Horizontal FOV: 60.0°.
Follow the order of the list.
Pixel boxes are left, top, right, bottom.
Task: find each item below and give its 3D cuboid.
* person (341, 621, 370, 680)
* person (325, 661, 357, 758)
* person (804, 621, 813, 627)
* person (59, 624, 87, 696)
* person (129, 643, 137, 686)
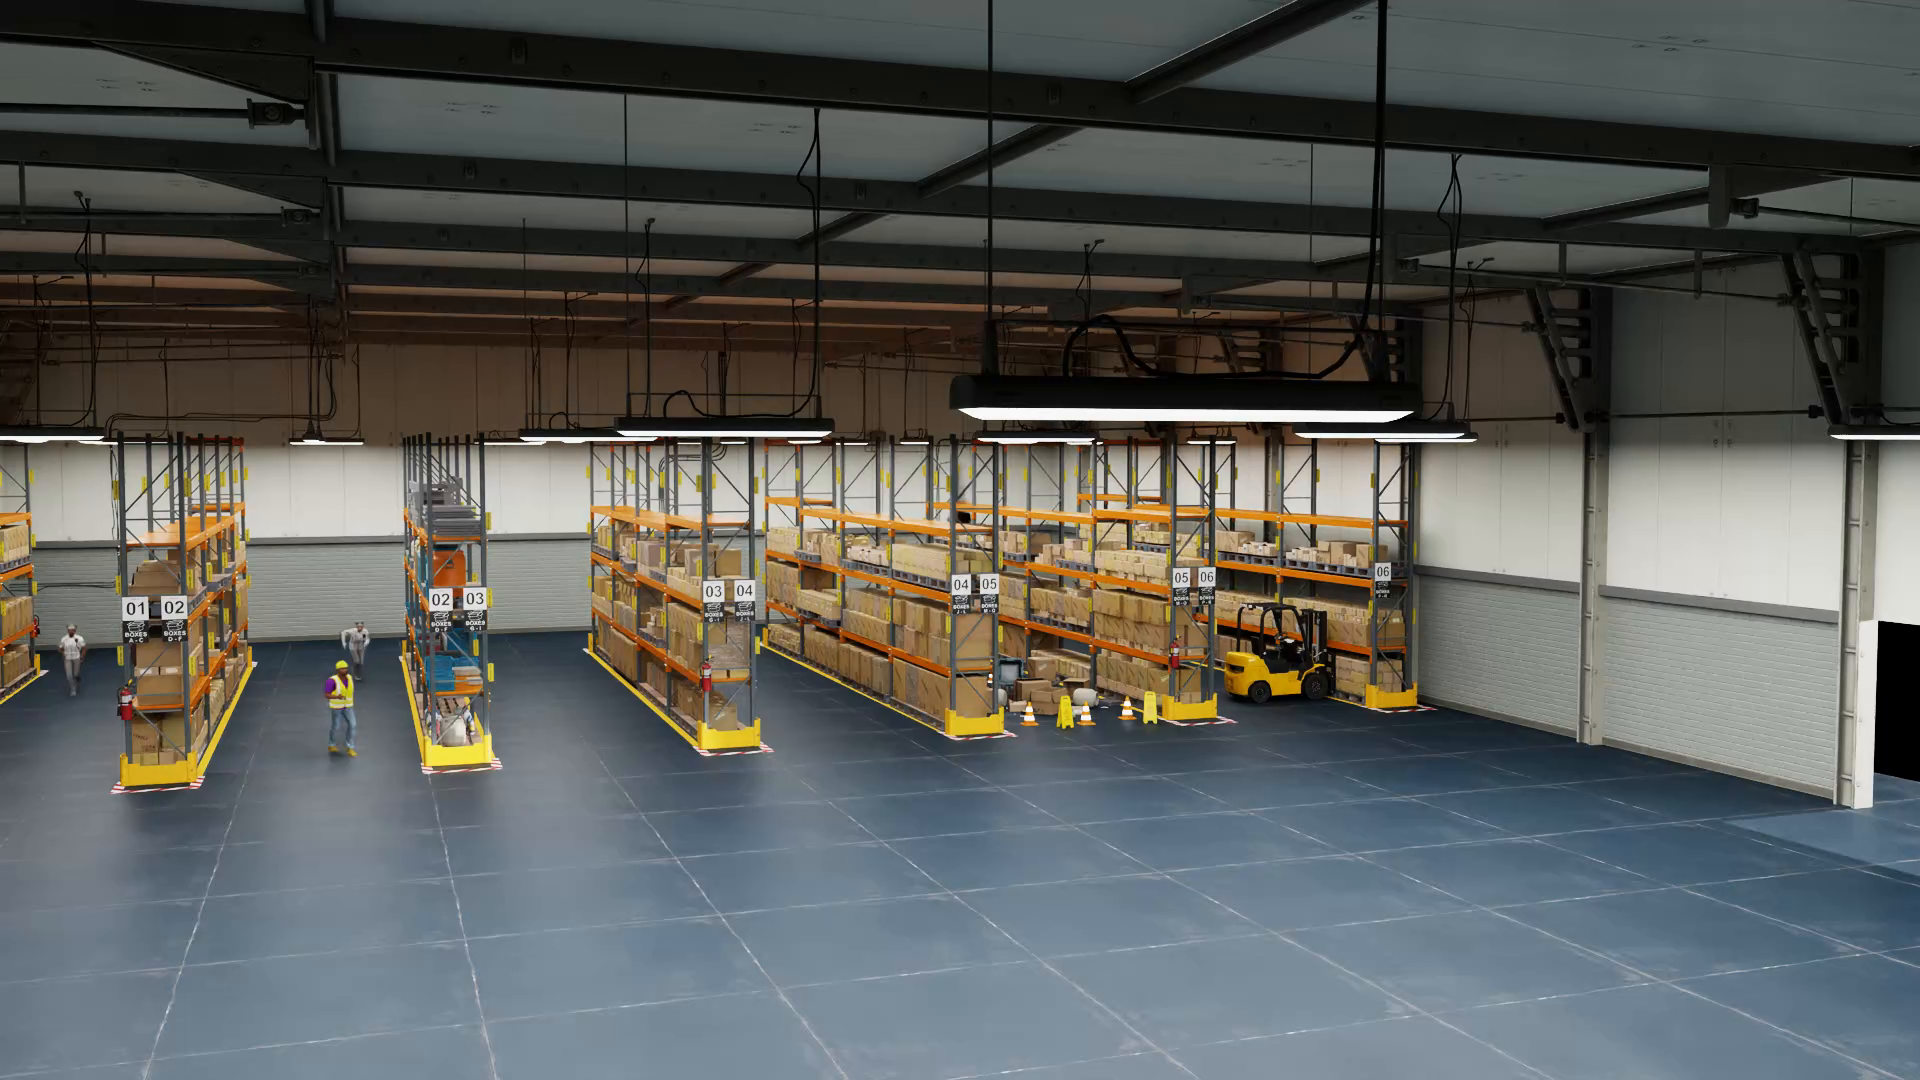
[{"bbox_3d":[-14.842,2.714,40.849,0.644,1.496,0.816,-2,4,-35],"label":"person"},{"bbox_3d":[-11.481,3.136,30.839,0.628,1.812,0.827,-3,4,-43],"label":"person"},{"bbox_3d":[-4.613,2.168,49.505,0.929,1.615,0.481,2,4,27],"label":"person"},{"bbox_3d":[-20.606,2.766,38.613,0.576,1.663,0.565,-1,3,-22],"label":"person"},{"bbox_3d":[-19.325,2.680,39.256,0.700,1.720,0.672,-2,4,-30],"label":"person"}]
